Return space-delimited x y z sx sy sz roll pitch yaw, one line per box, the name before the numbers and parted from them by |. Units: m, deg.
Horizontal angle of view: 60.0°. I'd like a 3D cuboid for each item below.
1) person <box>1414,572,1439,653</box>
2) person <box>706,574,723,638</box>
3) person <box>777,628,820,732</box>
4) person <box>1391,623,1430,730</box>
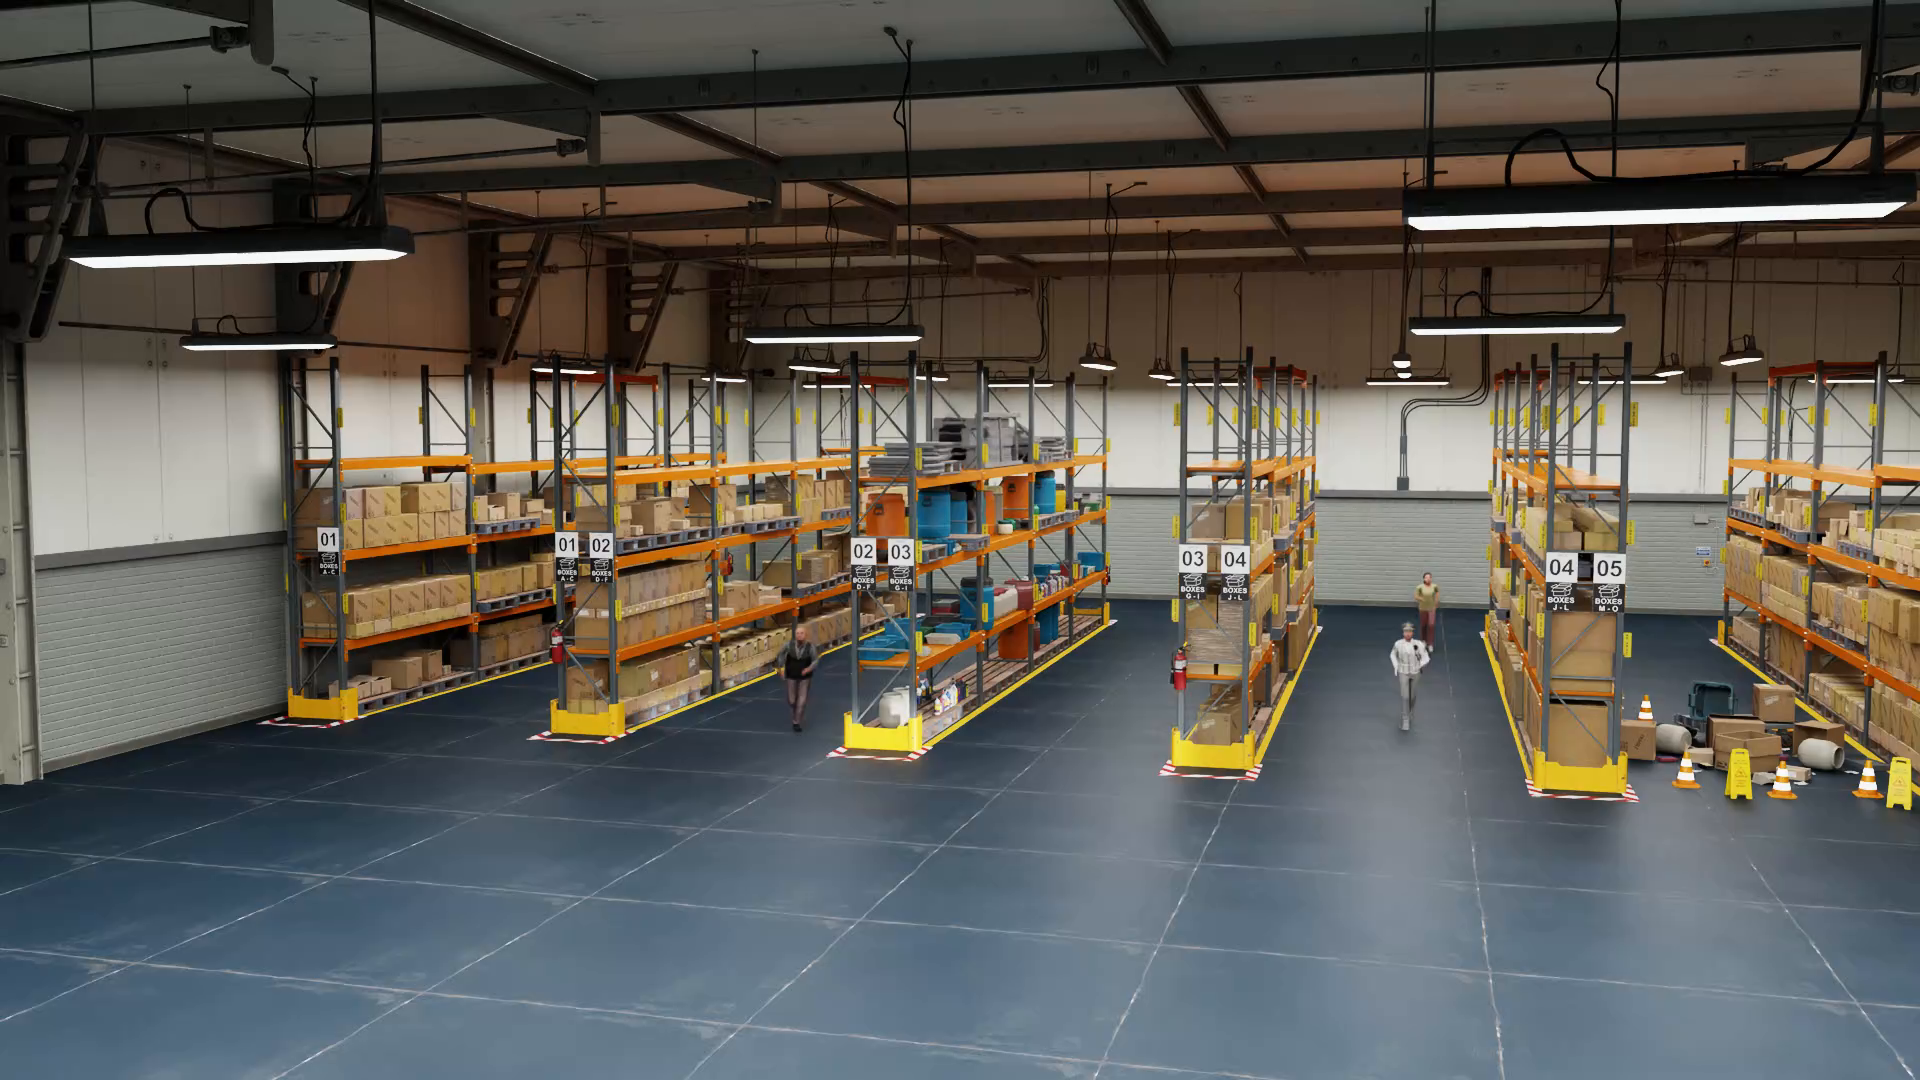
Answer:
person | 10.056 1.529 35.849 0.529 1.695 0.887 1 4 15
person | -5.348 1.527 36.253 0.579 1.687 0.693 1 4 9
person | -2.597 2.229 26.667 0.693 1.678 0.681 0 4 -2
person | 7.254 2.164 26.821 0.610 1.694 0.860 1 4 14
